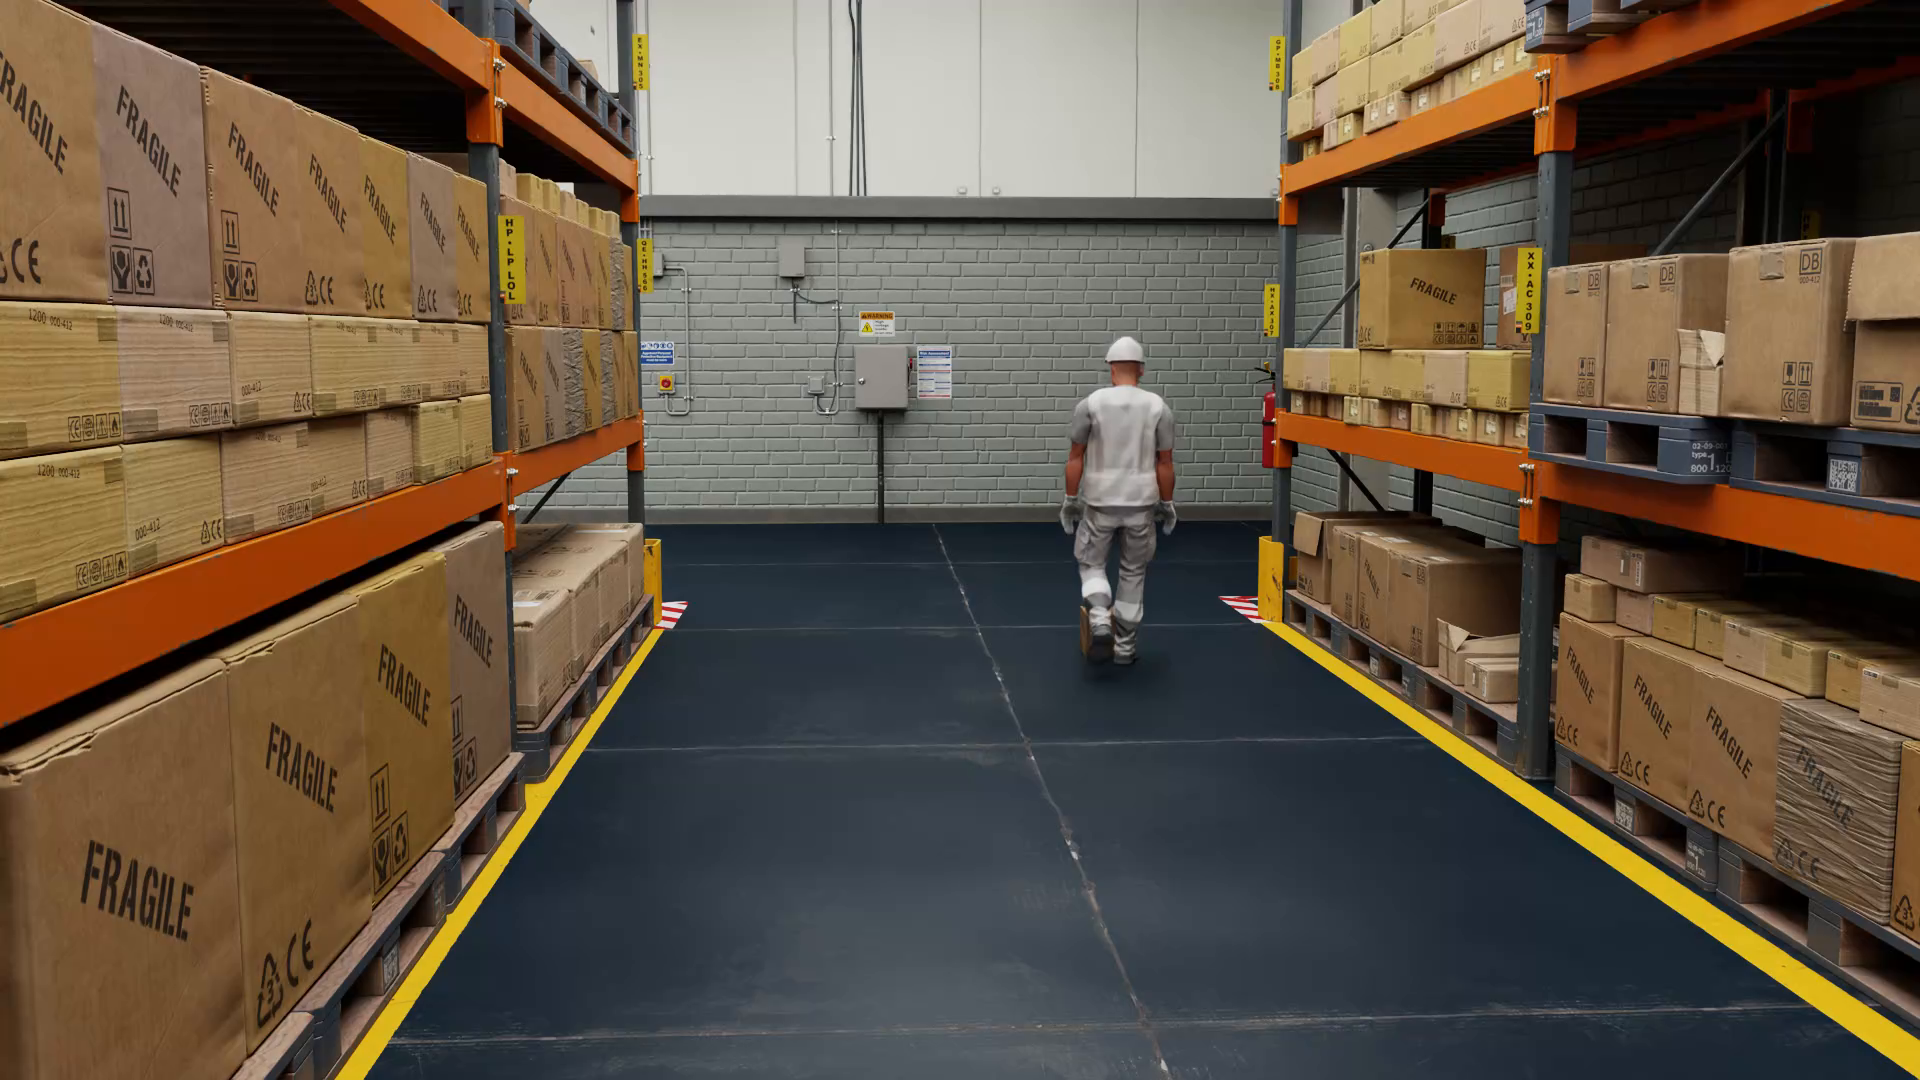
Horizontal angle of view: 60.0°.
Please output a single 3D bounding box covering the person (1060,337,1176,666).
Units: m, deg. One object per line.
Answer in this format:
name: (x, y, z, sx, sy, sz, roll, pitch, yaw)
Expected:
person: (0.841, -0.188, 8.827, 0.617, 1.765, 0.679, 0, 7, 3)
